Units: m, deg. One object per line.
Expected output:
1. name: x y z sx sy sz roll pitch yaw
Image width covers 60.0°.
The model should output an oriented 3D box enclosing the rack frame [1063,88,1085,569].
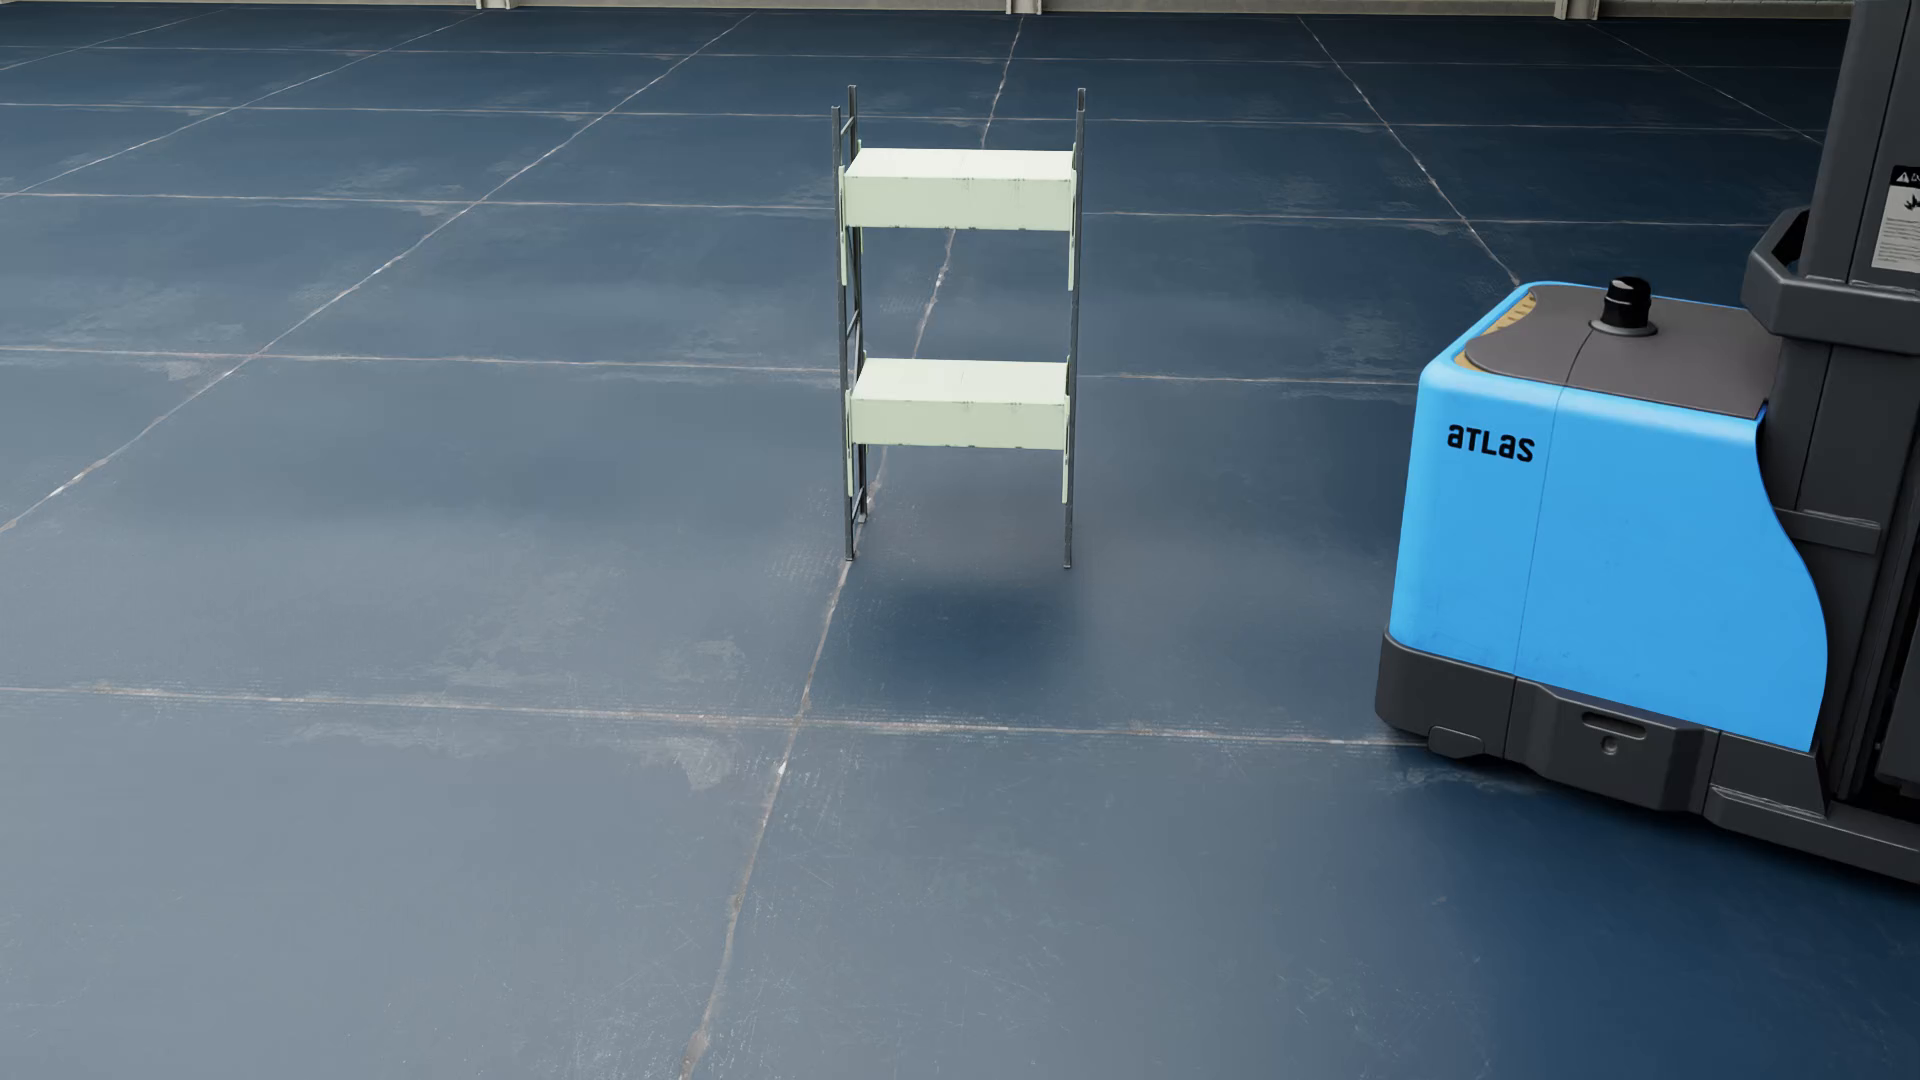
1. rack frame: 0.372 -0.669 5.411 0.023 1.500 0.400 2 25 4

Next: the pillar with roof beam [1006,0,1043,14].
1. pillar with roof beam: 0.388 -8.173 12.746 0.400 9.000 9.100 2 25 4

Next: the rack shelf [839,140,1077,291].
1. rack shelf: 0.007 -1.036 5.273 0.720 0.370 0.431 2 25 4

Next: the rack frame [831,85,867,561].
1. rack frame: -0.358 -0.693 5.462 0.023 1.500 0.400 2 25 4

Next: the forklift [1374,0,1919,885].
1. forklift: 2.656 -0.626 3.603 3.031 2.935 1.130 15 29 29

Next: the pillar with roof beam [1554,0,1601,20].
1. pillar with roof beam: 6.371 -7.981 12.329 0.400 9.000 9.100 2 25 4

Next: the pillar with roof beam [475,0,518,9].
1. pillar with roof beam: -5.594 -8.365 13.163 0.400 9.000 9.100 2 25 4

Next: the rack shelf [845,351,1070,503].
1. rack shelf: 0.007 -0.385 5.572 0.720 0.370 0.431 2 25 4

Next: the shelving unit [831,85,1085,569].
1. shelving unit: 0.007 -0.681 5.436 0.755 1.500 0.431 2 25 4
